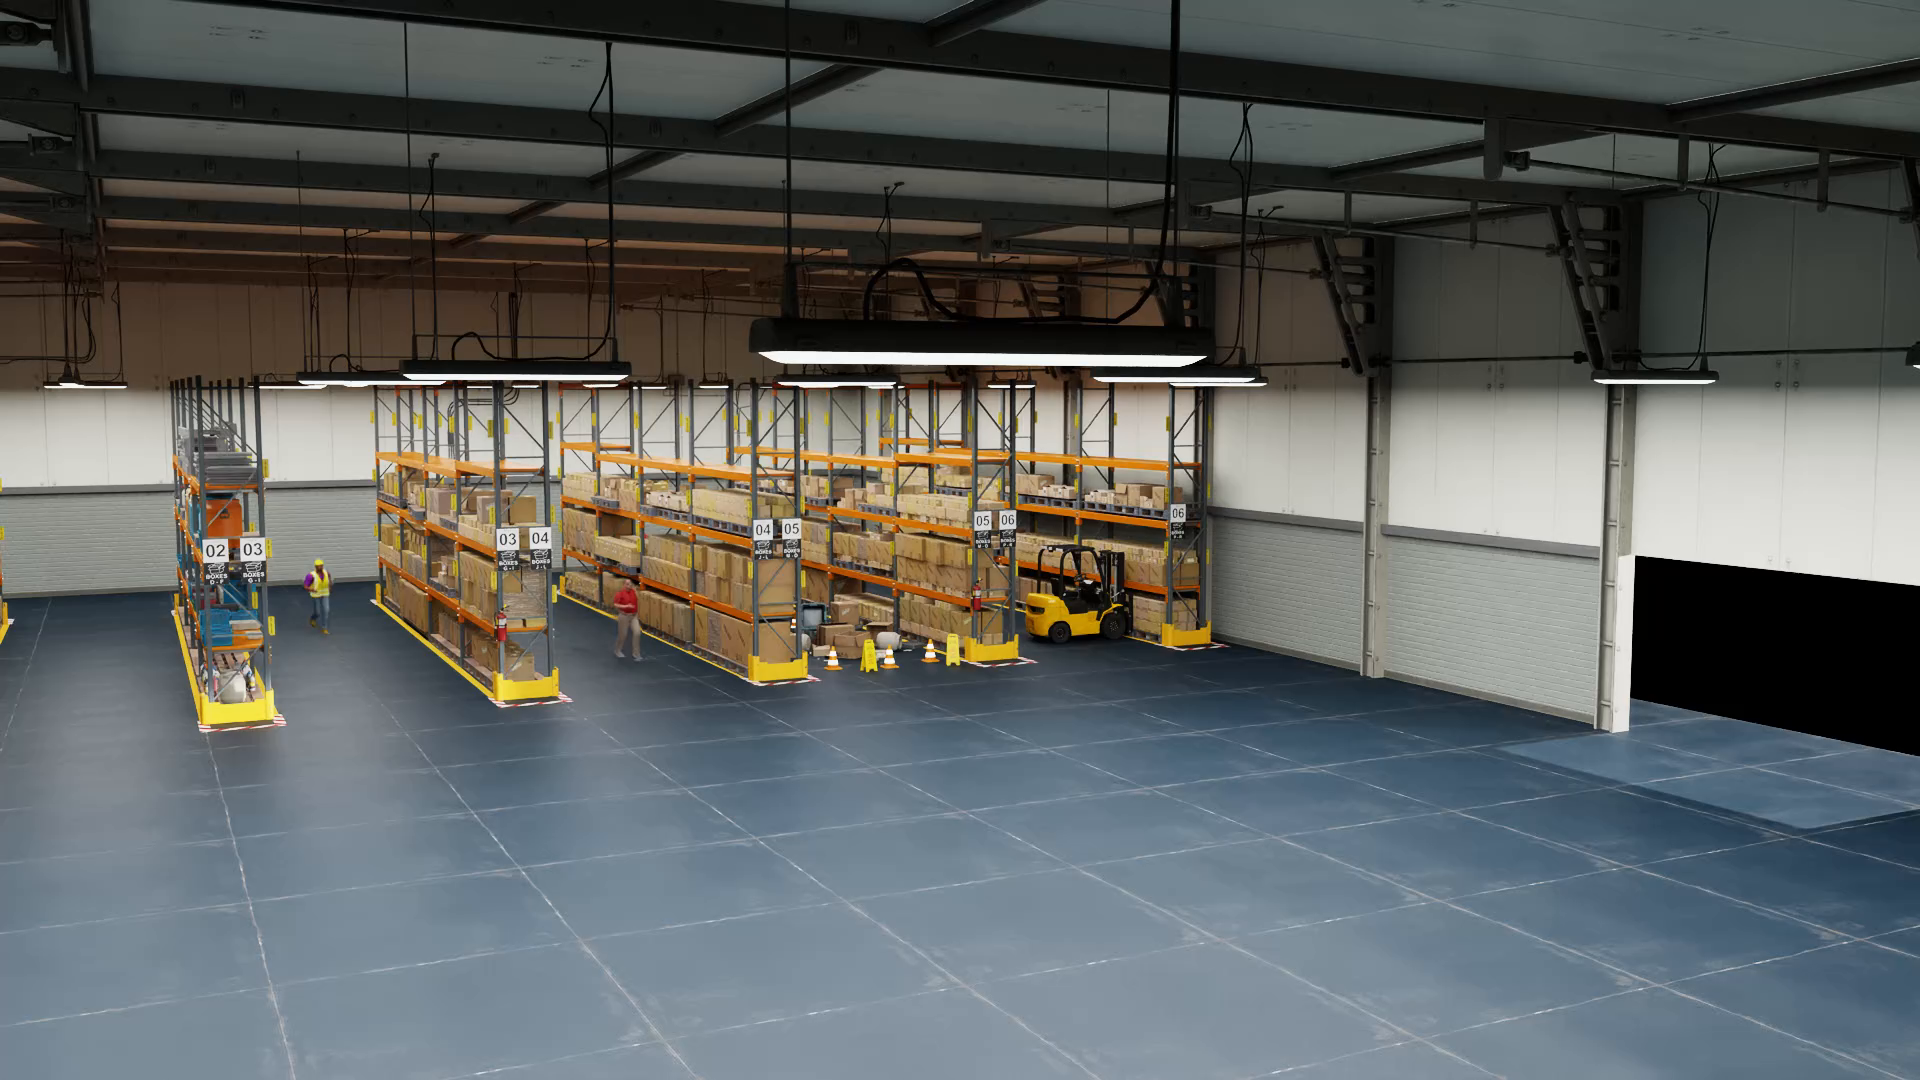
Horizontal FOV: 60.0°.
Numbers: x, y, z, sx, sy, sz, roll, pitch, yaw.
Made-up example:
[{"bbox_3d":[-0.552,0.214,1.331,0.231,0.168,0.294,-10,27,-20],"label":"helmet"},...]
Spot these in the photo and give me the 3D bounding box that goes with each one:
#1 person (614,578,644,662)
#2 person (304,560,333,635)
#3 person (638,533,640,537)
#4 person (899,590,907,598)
[{"bbox_3d":[-7.122,1.706,35.513,0.644,1.787,0.826,-4,7,-41],"label":"person"},{"bbox_3d":[-15.228,1.355,39.531,0.705,1.779,0.878,-5,7,-42],"label":"person"},{"bbox_3d":[-8.998,0.693,47.157,0.687,1.741,0.869,-2,5,-22],"label":"person"},{"bbox_3d":[-1.537,0.922,43.712,0.627,1.562,0.848,-3,6,-34],"label":"person"}]
